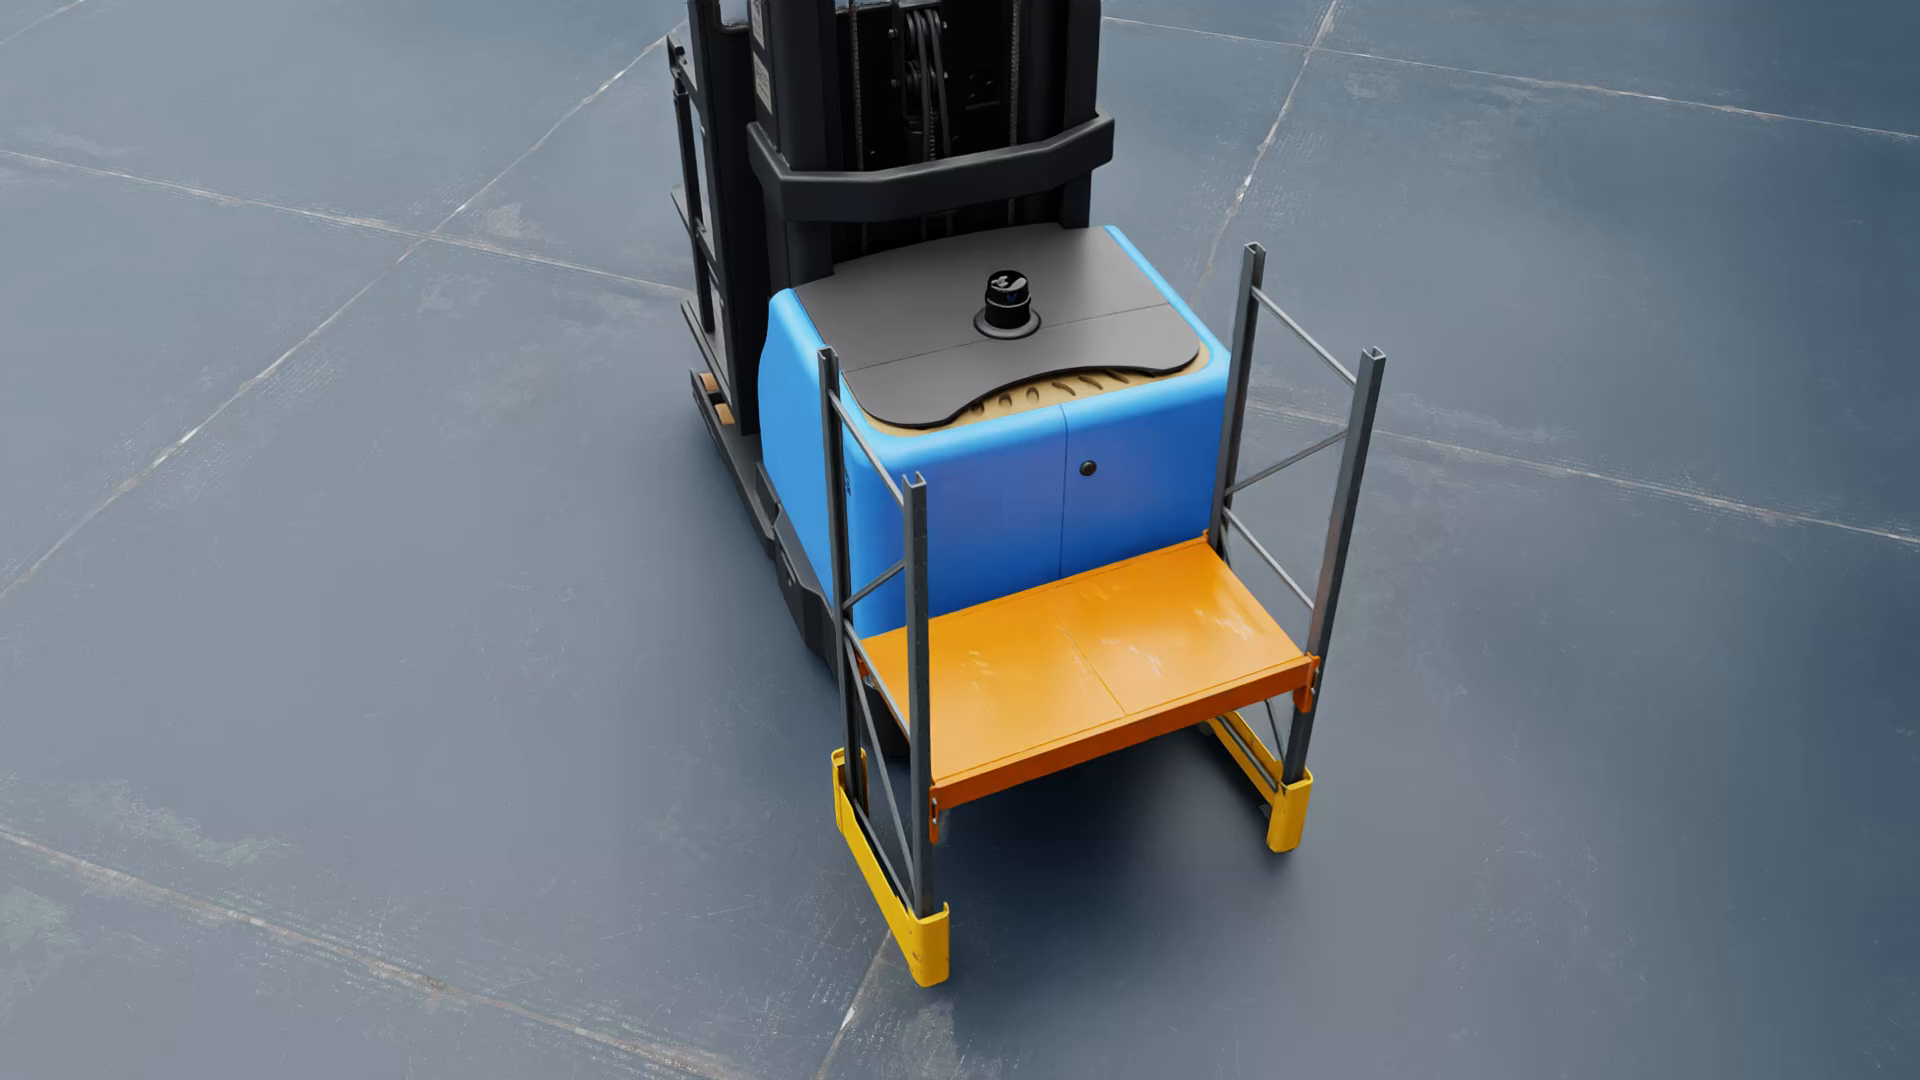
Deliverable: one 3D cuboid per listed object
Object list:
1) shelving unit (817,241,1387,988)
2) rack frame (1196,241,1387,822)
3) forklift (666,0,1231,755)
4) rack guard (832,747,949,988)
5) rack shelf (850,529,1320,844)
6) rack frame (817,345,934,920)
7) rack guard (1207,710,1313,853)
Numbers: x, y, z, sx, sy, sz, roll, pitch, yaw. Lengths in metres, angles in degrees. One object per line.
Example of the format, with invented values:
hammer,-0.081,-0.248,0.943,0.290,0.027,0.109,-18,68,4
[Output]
shelving unit,0.279,0.191,3.870,1.083,1.500,0.587,-16,43,-18
rack frame,0.751,0.054,4.031,0.032,1.500,0.500,-16,43,-18
forklift,-0.279,-1.501,4.751,1.130,2.935,3.031,-14,42,-16
rack guard,-0.176,0.799,4.121,0.087,0.250,0.587,-16,43,-18
rack shelf,0.287,0.326,3.990,1.000,0.185,0.538,-16,43,-18
rack frame,-0.177,0.323,3.715,0.032,1.500,0.500,-16,43,-18
rack guard,0.733,0.535,4.431,0.087,0.250,0.587,-16,43,-18
